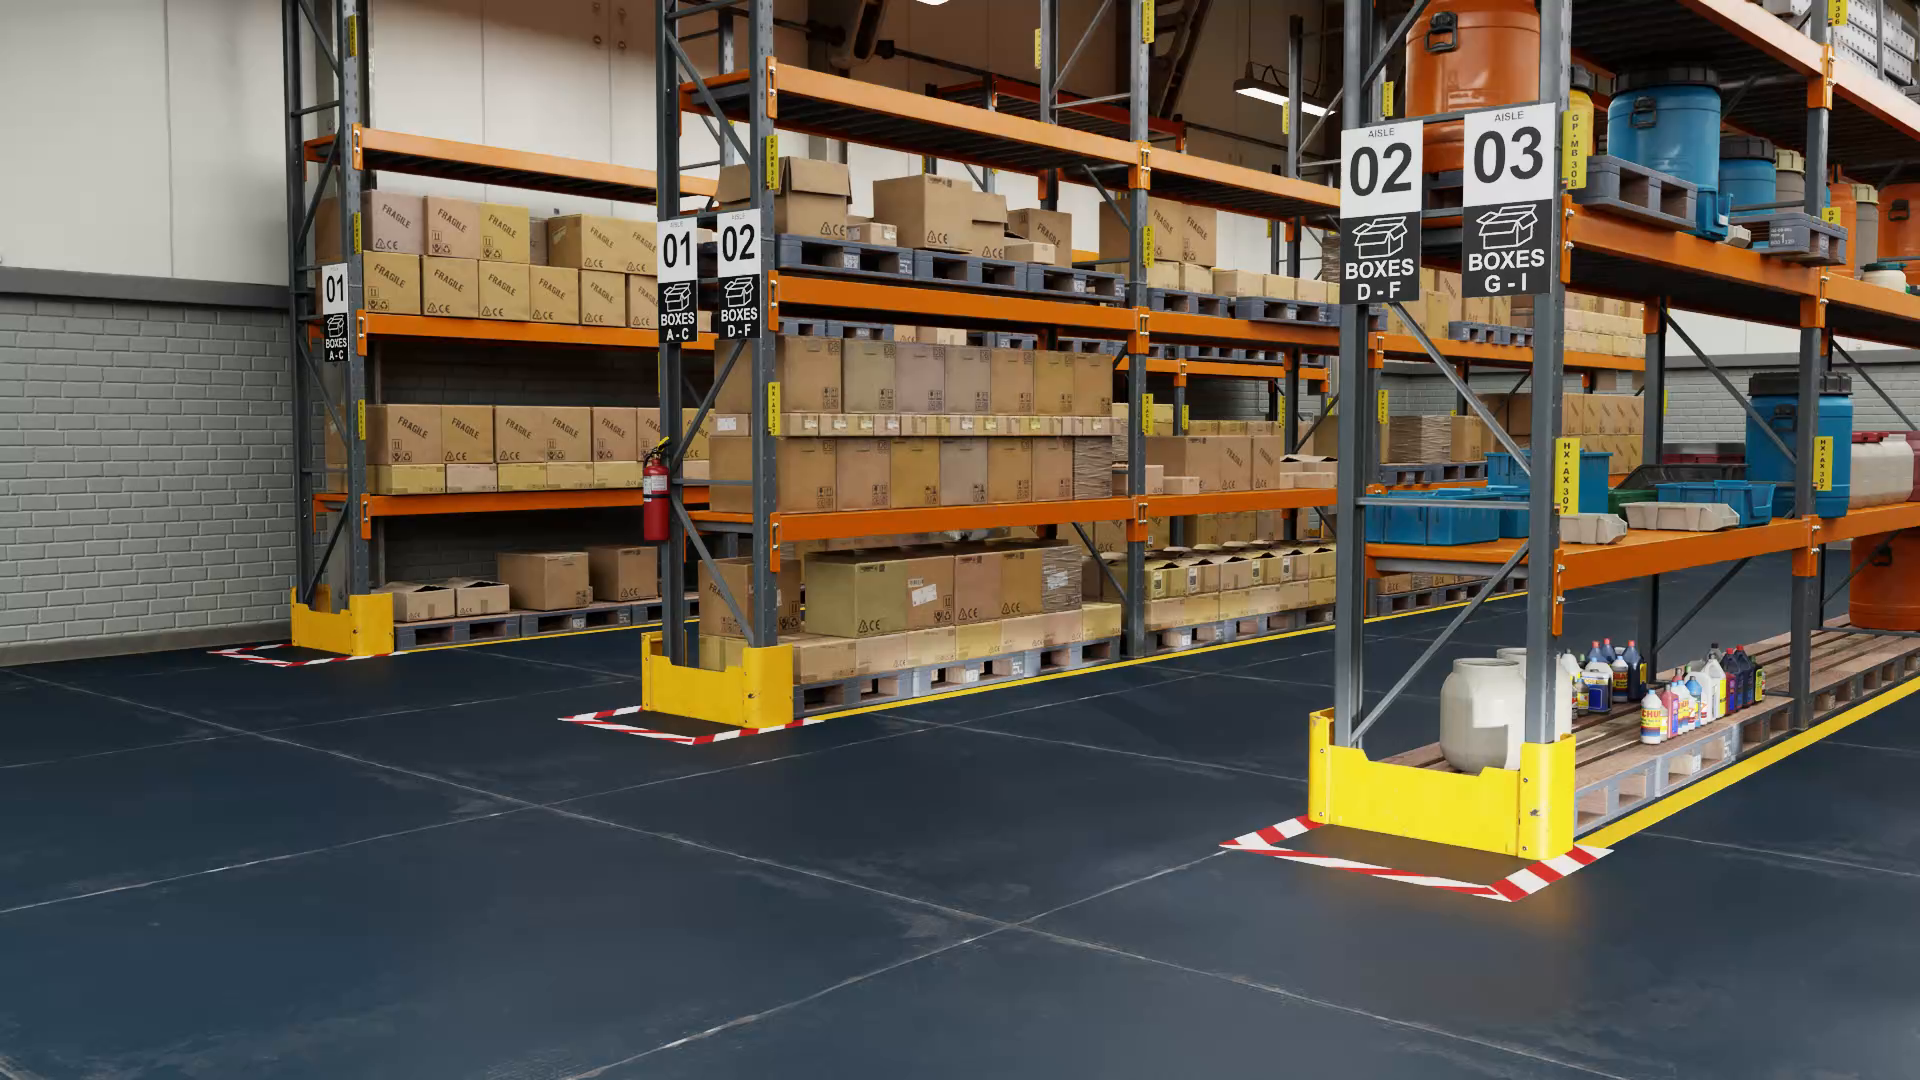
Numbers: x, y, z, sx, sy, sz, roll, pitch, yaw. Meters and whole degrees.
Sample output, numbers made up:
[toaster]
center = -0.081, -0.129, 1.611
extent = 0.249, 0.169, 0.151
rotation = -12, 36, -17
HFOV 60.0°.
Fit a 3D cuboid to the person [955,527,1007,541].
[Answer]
[person]
center = 0.240, -0.188, 17.958
extent = 0.498, 1.624, 1.009
rotation = 4, 5, 44
